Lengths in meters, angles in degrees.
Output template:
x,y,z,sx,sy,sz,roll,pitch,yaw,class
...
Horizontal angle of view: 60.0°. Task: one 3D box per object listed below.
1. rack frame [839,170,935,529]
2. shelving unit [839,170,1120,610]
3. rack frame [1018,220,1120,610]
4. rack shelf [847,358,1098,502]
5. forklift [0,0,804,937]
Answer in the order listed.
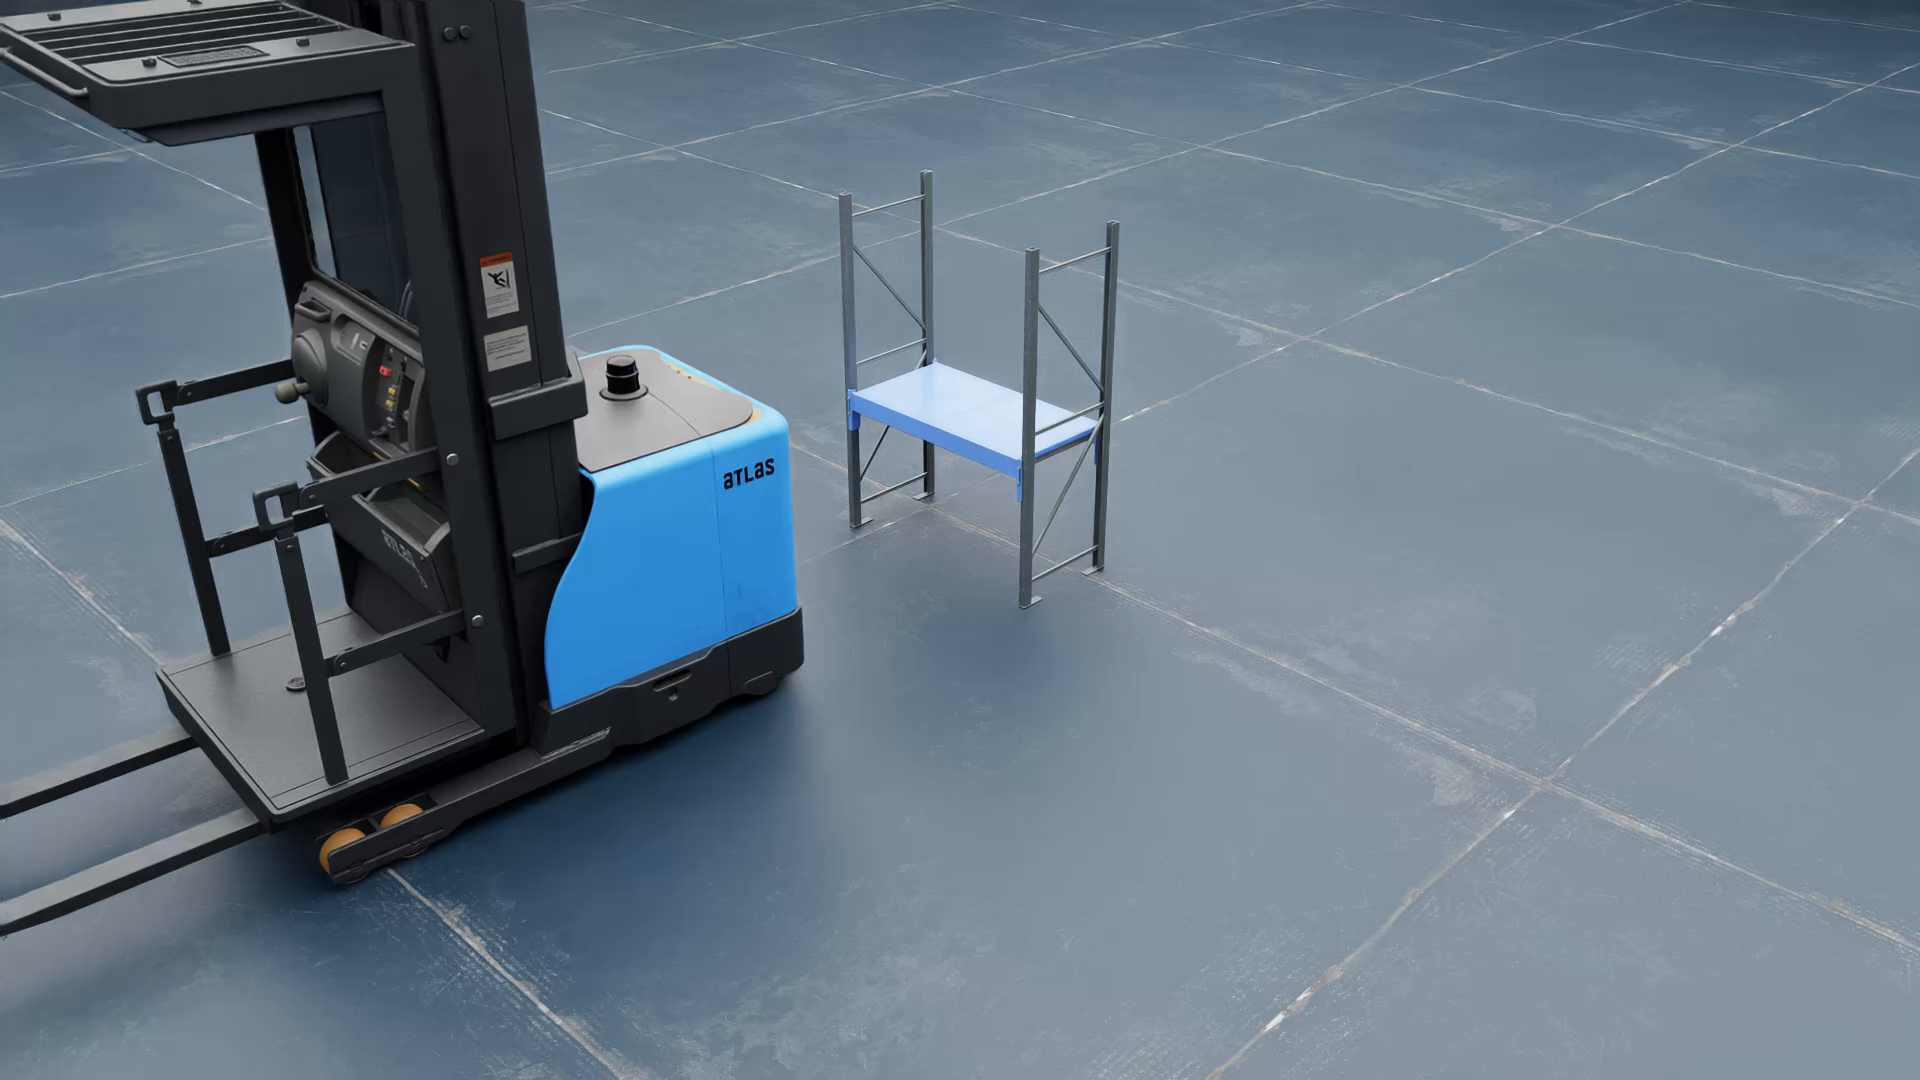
x,y,z,sx,sy,sz,roll,pitch,yaw,class
-0.302,-0.802,7.163,0.032,1.500,0.500,25,36,38,rack frame
0.061,-0.636,6.848,1.048,1.500,0.538,25,36,38,shelving unit
0.423,-0.470,6.533,0.032,1.500,0.500,25,36,38,rack frame
0.061,-0.477,6.932,1.000,0.185,0.538,25,36,38,rack shelf
-2.027,-0.499,5.050,3.031,2.935,1.130,-22,35,-36,forklift
